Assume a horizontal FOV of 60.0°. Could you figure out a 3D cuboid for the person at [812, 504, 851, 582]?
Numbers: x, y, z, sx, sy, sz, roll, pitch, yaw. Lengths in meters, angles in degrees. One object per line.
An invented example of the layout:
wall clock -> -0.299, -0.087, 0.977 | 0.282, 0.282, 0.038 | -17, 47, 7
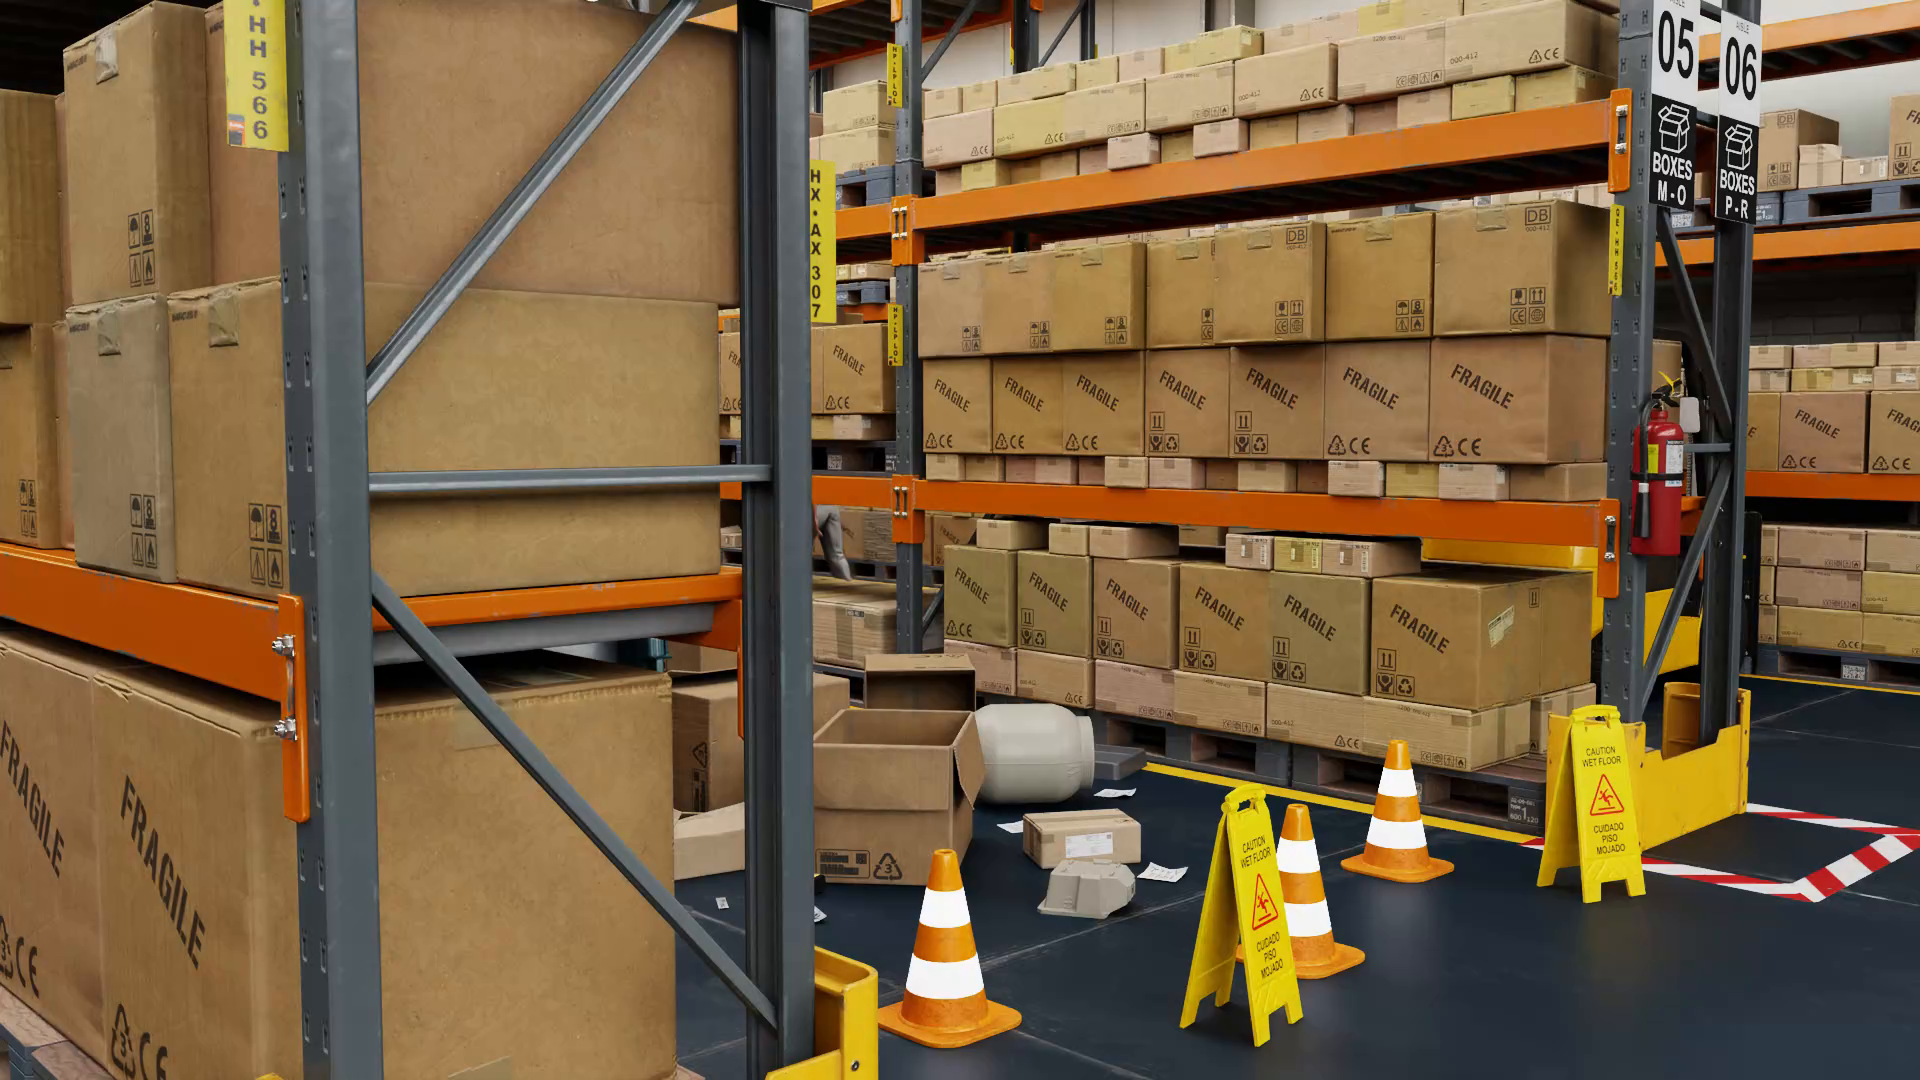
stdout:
person -> -1.229, -0.203, 13.758 | 1.009, 1.607, 0.442 | 4, 5, 42
